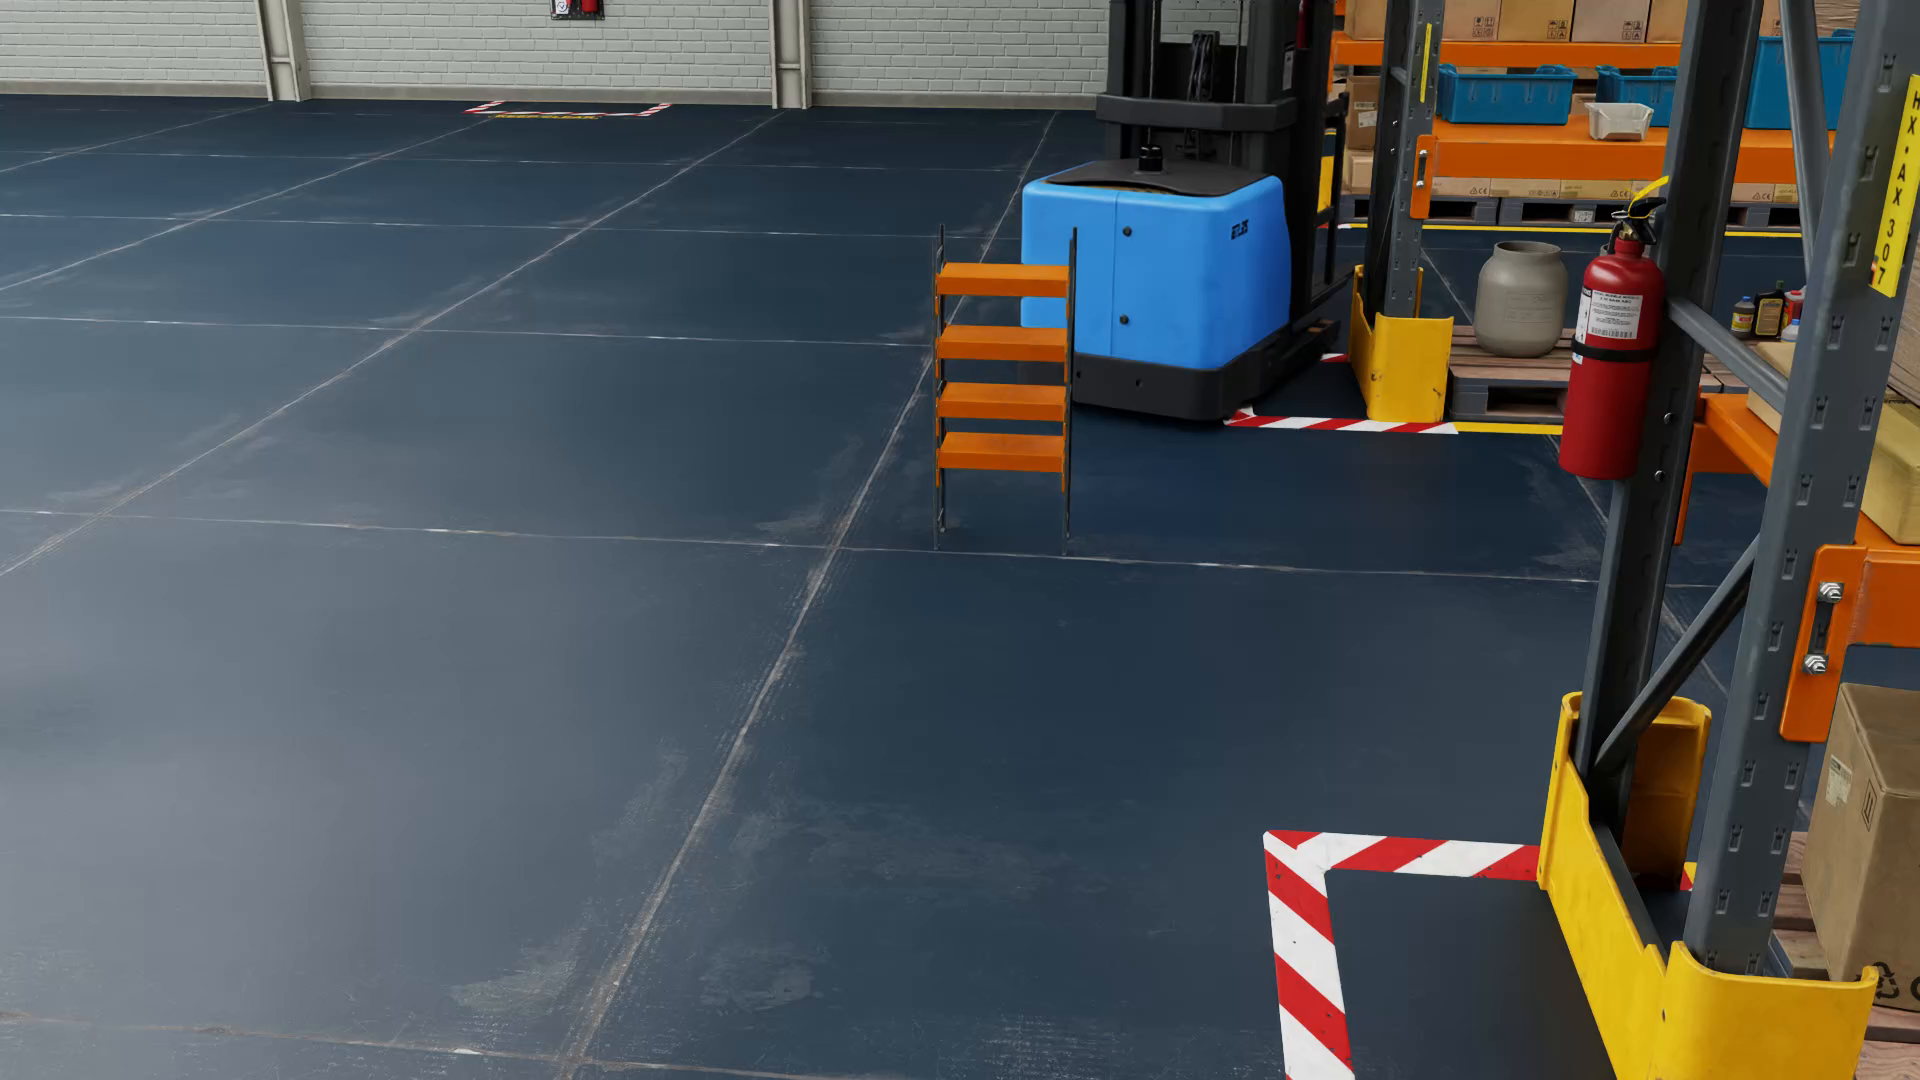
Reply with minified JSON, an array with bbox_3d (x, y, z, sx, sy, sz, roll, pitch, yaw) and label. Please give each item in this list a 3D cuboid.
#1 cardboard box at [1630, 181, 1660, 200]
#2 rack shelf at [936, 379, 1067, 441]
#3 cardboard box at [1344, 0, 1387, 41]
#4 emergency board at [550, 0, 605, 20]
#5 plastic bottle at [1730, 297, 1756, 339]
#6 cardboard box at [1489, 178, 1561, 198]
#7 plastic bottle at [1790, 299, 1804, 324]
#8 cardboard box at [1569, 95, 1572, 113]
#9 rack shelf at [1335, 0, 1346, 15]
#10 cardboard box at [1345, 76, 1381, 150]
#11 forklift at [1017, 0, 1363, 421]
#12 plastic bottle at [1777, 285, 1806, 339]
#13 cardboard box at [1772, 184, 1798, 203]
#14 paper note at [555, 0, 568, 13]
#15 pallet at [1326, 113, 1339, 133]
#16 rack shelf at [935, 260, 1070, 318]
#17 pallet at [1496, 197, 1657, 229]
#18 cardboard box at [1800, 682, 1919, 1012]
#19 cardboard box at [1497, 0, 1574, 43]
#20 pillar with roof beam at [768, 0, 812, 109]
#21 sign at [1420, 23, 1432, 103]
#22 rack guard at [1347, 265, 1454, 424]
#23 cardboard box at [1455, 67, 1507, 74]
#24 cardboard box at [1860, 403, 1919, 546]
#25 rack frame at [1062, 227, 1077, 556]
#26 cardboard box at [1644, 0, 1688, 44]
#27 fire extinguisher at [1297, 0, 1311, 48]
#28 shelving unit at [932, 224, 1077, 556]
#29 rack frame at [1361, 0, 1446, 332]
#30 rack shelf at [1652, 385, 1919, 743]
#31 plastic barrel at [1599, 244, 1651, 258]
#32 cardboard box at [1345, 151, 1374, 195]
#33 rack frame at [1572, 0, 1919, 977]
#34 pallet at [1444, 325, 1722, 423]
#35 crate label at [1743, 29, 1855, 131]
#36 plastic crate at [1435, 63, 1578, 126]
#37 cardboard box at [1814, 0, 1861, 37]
[{"bbox_3d":[5.173,-2.680,12.309,0.500,0.250,0.500,2,22,6],"label":"cardboard box"},{"bbox_3d":[0.164,-0.488,6.226,0.480,0.148,0.258,2,22,6],"label":"rack shelf"},{"bbox_3d":[3.143,-3.977,12.283,0.500,0.500,0.700,3,22,6],"label":"cardboard box"},{"bbox_3d":[-4.351,-6.430,18.624,0.643,1.169,0.194,2,22,6],"label":"emergency board"},{"bbox_3d":[3.969,-1.131,8.428,0.097,0.201,0.097,0,22,0],"label":"plastic bottle"},{"bbox_3d":[4.181,-2.725,12.422,0.500,0.250,0.500,2,22,6],"label":"cardboard box"},{"bbox_3d":[4.205,-1.109,8.261,0.133,0.283,0.061,2,22,6],"label":"plastic bottle"},{"bbox_3d":[4.182,-3.078,12.295,0.500,0.500,0.500,2,22,6],"label":"cardboard box"},{"bbox_3d":[5.246,-5.343,16.853,4.000,0.370,1.077,2,22,6],"label":"rack shelf"},{"bbox_3d":[3.248,-3.306,12.871,0.500,0.500,0.500,2,22,6],"label":"cardboard box"},{"bbox_3d":[1.423,-2.409,8.546,1.130,2.935,3.031,11,24,26],"label":"forklift"},{"bbox_3d":[4.217,-1.144,8.361,0.135,0.276,0.152,3,22,7],"label":"plastic bottle"},{"bbox_3d":[6.167,-2.639,12.204,0.500,0.250,0.500,2,22,6],"label":"cardboard box"},{"bbox_3d":[-4.519,-6.053,18.869,0.142,0.148,0.016,2,22,6],"label":"paper note"},{"bbox_3d":[4.138,-4.416,17.322,1.213,0.211,1.003,2,22,6],"label":"pallet"},{"bbox_3d":[0.164,-0.916,6.057,0.480,0.148,0.258,2,22,6],"label":"rack shelf"},{"bbox_3d":[4.653,-2.587,12.696,1.213,0.211,1.003,2,22,6],"label":"pallet"},{"bbox_3d":[2.129,0.662,3.515,0.500,0.500,0.500,7,23,16],"label":"cardboard box"},{"bbox_3d":[4.157,-3.932,12.170,0.500,0.500,0.700,3,22,7],"label":"cardboard box"},{"bbox_3d":[-2.408,-7.527,13.239,0.400,9.000,9.100,2,22,6],"label":"pillar with roof beam"},{"bbox_3d":[2.025,-2.075,7.232,0.005,0.325,0.100,2,22,6],"label":"sign"},{"bbox_3d":[2.175,-0.998,8.285,0.348,0.500,1.175,2,22,6],"label":"rack guard"},{"bbox_3d":[5.225,-4.669,16.970,0.500,0.500,0.700,1,22,3],"label":"cardboard box"},{"bbox_3d":[1.766,-0.122,3.011,0.250,0.149,0.380,2,22,6],"label":"cardboard box"},{"bbox_3d":[0.407,-0.540,6.174,0.015,1.200,0.240,2,22,6],"label":"rack frame"},{"bbox_3d":[5.189,-3.889,12.061,0.500,0.500,0.700,3,22,7],"label":"cardboard box"},{"bbox_3d":[2.618,-4.094,12.820,0.183,0.674,0.296,2,22,6],"label":"fire extinguisher"},{"bbox_3d":[0.164,-0.551,6.201,0.503,1.200,0.258,2,22,6],"label":"shelving unit"},{"bbox_3d":[2.094,-2.147,7.790,0.127,3.000,1.000,2,22,6],"label":"rack frame"},{"bbox_3d":[3.497,0.083,3.129,4.000,0.370,1.077,2,22,6],"label":"rack shelf"},{"bbox_3d":[3.254,-1.163,8.114,0.421,0.512,0.421,0,22,0],"label":"plastic barrel"},{"bbox_3d":[3.187,-2.767,12.528,0.500,0.250,0.500,2,22,6],"label":"cardboard box"},{"bbox_3d":[1.511,-0.338,3.216,0.127,3.000,1.000,2,22,6],"label":"rack frame"},{"bbox_3d":[2.981,-0.827,8.244,1.213,0.211,1.003,2,22,6],"label":"pallet"},{"bbox_3d":[3.954,-2.182,7.832,0.616,0.435,0.502,2,22,6],"label":"crate label"},{"bbox_3d":[2.626,-2.165,8.039,0.616,0.251,0.499,2,22,6],"label":"plastic crate"},{"bbox_3d":[6.212,-3.845,11.951,0.500,0.500,0.700,2,22,5],"label":"cardboard box"}]
